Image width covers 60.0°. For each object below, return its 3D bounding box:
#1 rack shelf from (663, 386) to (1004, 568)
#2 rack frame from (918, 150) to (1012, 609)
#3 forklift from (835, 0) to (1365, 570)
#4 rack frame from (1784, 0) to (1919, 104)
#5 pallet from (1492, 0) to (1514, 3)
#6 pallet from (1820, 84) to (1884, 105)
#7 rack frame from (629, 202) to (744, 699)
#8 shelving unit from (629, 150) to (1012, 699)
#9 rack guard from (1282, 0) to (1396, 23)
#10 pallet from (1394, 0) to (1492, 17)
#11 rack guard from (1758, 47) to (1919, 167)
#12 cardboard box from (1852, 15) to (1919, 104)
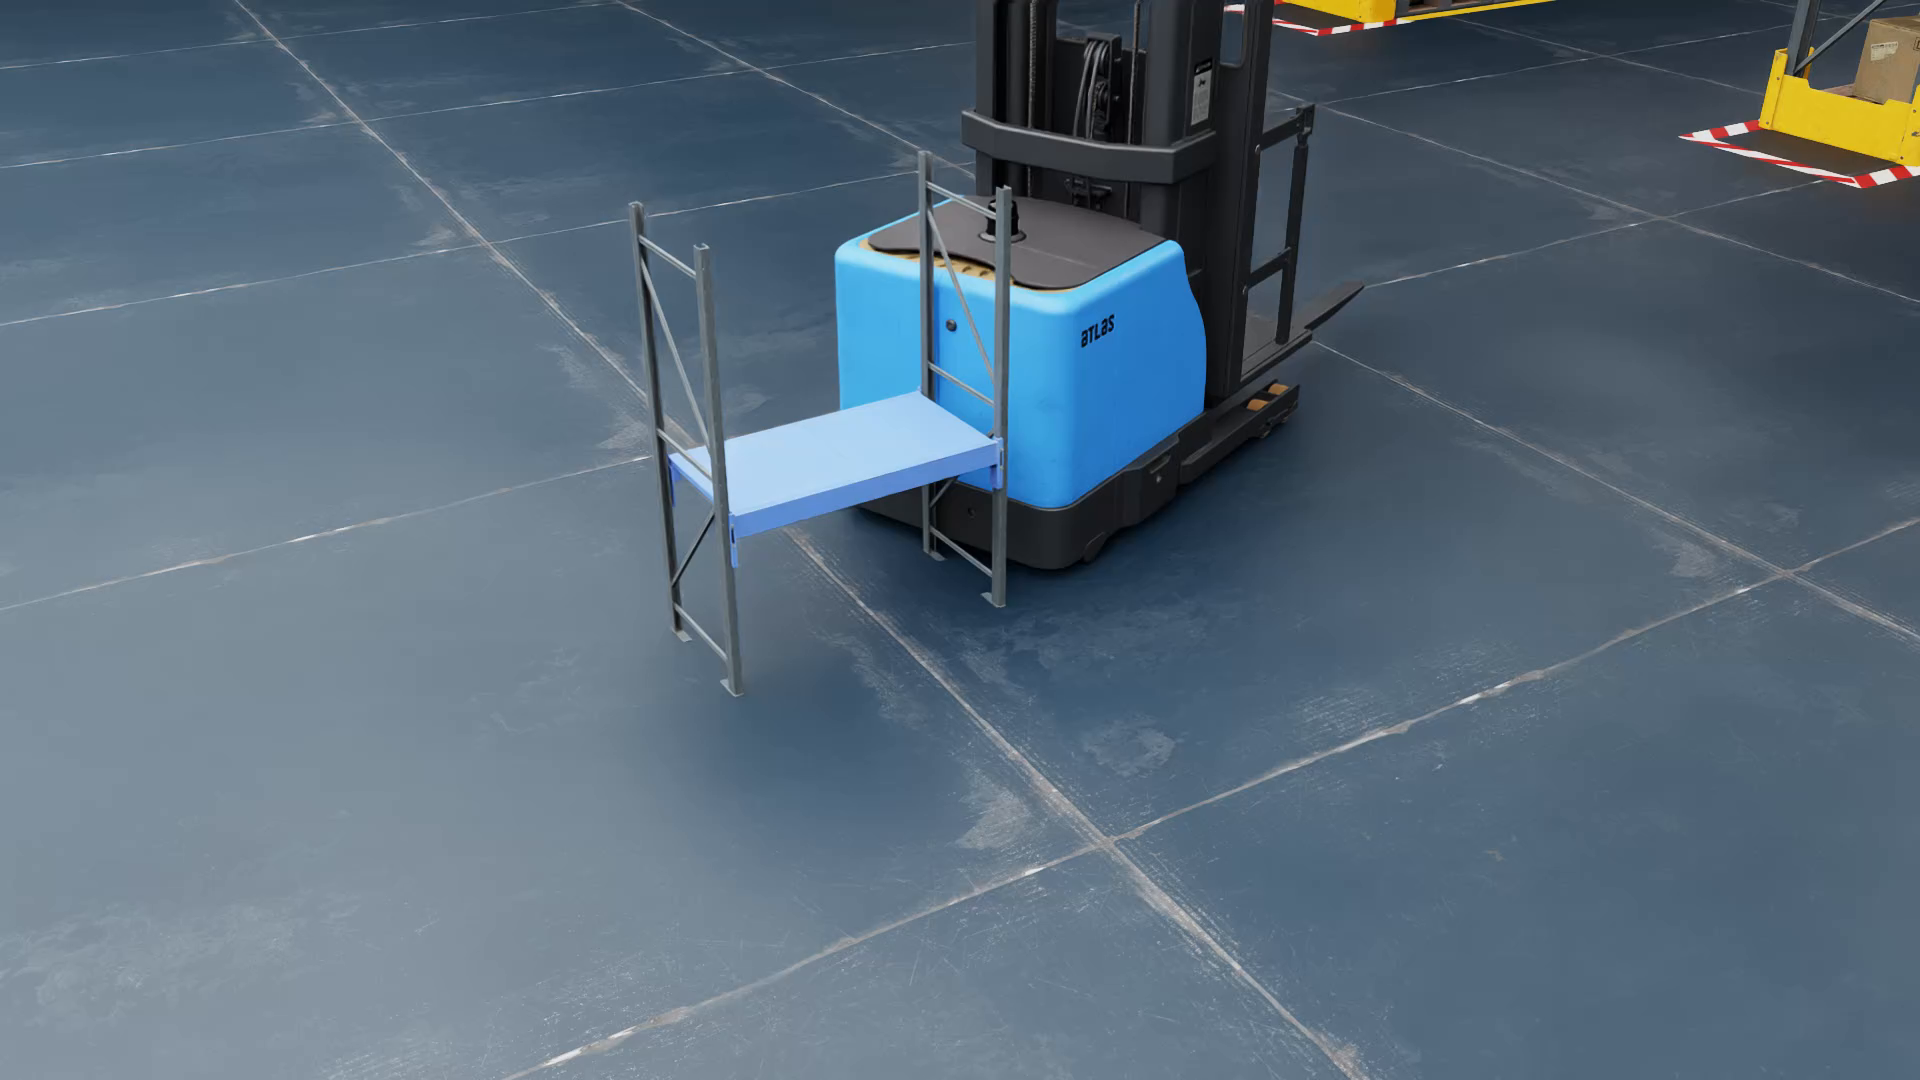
[{"bbox_3d":[-0.416,-0.228,5.484,1.000,0.185,0.538,-17,33,-28],"label":"rack shelf"},{"bbox_3d":[0.011,-0.519,5.639,0.032,1.500,0.500,-17,33,-28],"label":"rack frame"},{"bbox_3d":[0.804,-1.835,6.542,1.130,2.935,3.031,19,34,31],"label":"forklift"},{"bbox_3d":[5.821,-3.933,10.273,0.127,3.000,1.000,-16,33,-26],"label":"rack frame"},{"bbox_3d":[5.107,-5.307,15.648,1.213,0.211,1.003,-16,33,-26],"label":"pallet"},{"bbox_3d":[6.605,-2.915,11.314,1.213,0.211,1.003,-16,33,-26],"label":"pallet"},{"bbox_3d":[-0.843,-0.253,5.155,0.032,1.500,0.500,-17,33,-28],"label":"rack frame"},{"bbox_3d":[-0.416,-0.386,5.397,1.048,1.500,0.538,-17,33,-28],"label":"shelving unit"},{"bbox_3d":[3.354,-4.940,14.685,0.348,0.500,1.175,-16,33,-26],"label":"rack guard"},{"bbox_3d":[4.057,-5.011,15.111,1.213,0.211,1.003,-16,33,-26],"label":"pallet"},{"bbox_3d":[5.887,-2.857,10.910,0.348,0.500,1.175,-16,33,-26],"label":"rack guard"},{"bbox_3d":[6.368,-3.169,11.040,0.500,0.500,0.500,-10,30,-17],"label":"cardboard box"}]
